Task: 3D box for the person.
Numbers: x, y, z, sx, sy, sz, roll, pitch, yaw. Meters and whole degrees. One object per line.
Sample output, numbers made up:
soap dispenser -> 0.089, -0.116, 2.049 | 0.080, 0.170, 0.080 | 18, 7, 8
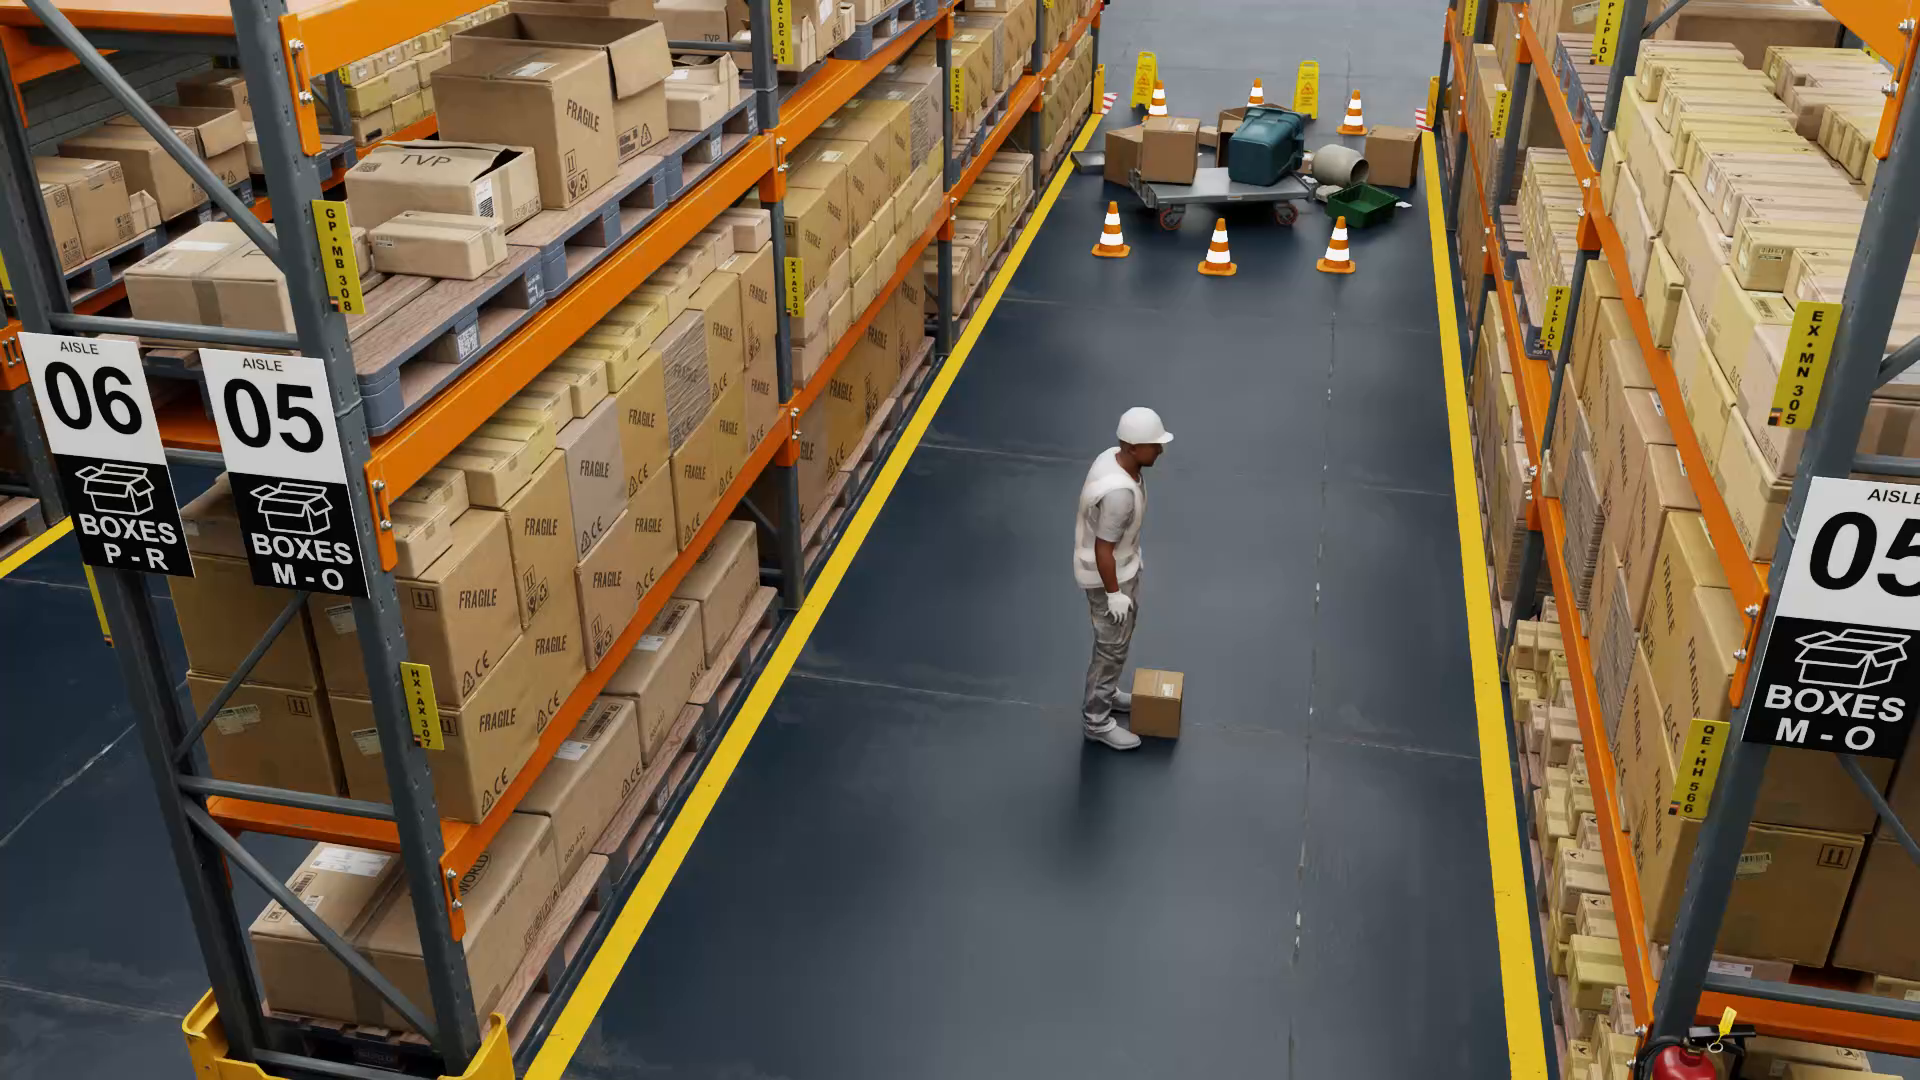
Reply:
person -> 0.793, 0.165, 8.308 | 0.448, 1.775, 0.616 | 6, 29, 11
